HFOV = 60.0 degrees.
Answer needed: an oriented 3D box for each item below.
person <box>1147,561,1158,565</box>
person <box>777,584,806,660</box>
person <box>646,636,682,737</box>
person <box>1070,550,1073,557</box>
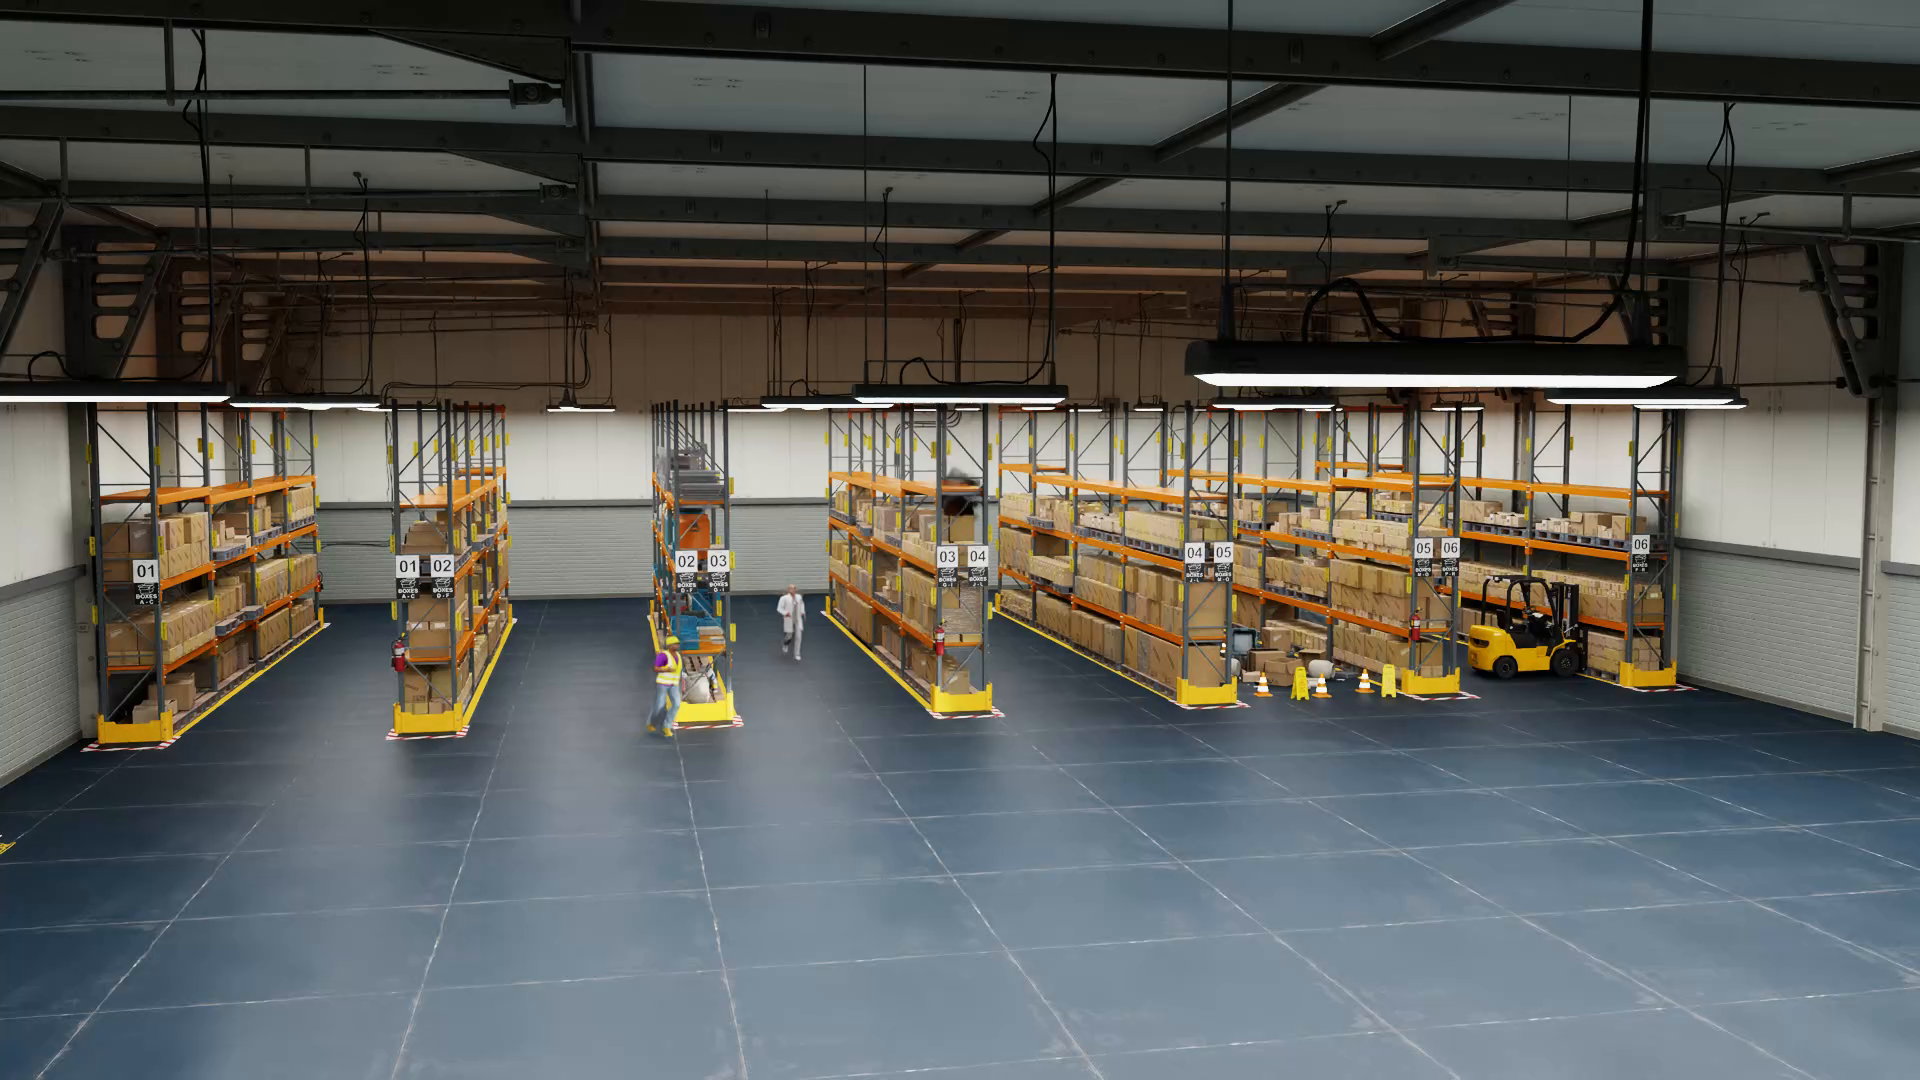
[{"bbox_3d":[5.869,1.039,50.900,0.804,1.685,0.603,0,4,-2],"label":"person"},{"bbox_3d":[-3.929,1.907,38.981,0.720,1.757,0.962,-2,5,-26],"label":"person"},{"bbox_3d":[-5.216,2.615,29.827,0.716,1.783,0.703,4,6,44],"label":"person"},{"bbox_3d":[3.492,1.097,50.701,0.720,1.626,0.555,-2,5,-26],"label":"person"}]
